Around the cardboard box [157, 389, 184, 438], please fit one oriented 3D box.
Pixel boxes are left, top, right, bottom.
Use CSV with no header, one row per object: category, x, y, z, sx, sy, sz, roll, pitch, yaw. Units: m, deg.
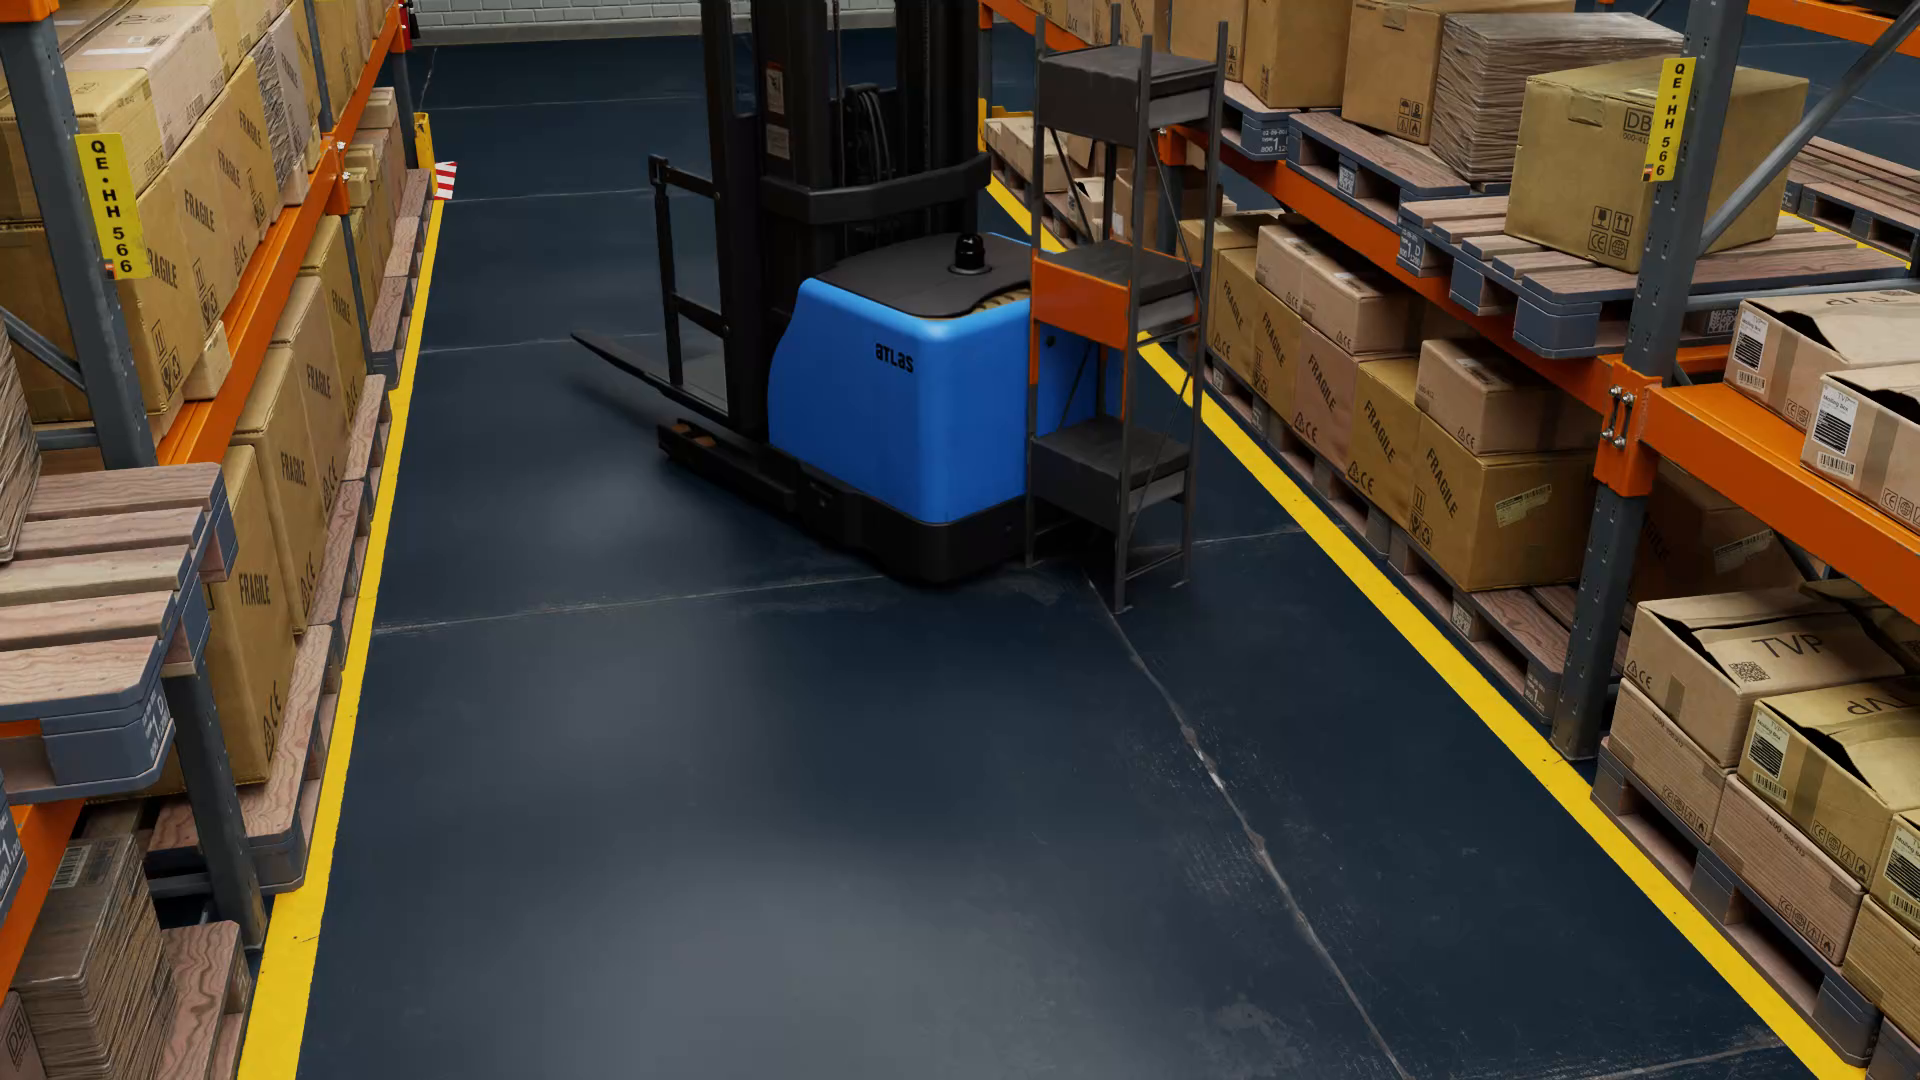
cardboard box,-2.298,-0.371,4.412,0.380,0.149,0.250,-6,27,-11

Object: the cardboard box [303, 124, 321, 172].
cardboard box,-2.871,-1.619,6.885,0.380,0.149,0.250,-5,27,-11

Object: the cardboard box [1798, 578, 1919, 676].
cardboard box,2.782,0.296,4.799,0.500,0.311,0.500,-5,27,-10

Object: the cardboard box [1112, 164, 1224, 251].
cardboard box,1.118,-1.757,9.188,0.500,0.500,0.500,-6,27,-12

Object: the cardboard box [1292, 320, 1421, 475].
cardboard box,1.744,-0.623,6.942,0.500,0.500,0.500,-7,28,-14

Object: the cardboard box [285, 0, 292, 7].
cardboard box,-2.949,-2.292,6.667,0.500,0.250,0.500,-5,27,-10

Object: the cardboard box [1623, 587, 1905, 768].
cardboard box,2.256,0.350,4.690,0.500,0.311,0.500,-5,27,-10

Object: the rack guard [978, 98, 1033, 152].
rack guard,0.638,-3.062,12.261,1.175,0.500,0.348,-6,27,-12

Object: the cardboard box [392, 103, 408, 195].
cardboard box,-3.949,-2.481,10.644,0.700,0.500,0.500,-6,27,-12

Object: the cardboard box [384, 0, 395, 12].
cardboard box,-4.080,-3.617,10.255,0.980,0.700,0.700,-5,27,-9

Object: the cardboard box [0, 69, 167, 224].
cardboard box,-2.259,-0.954,4.015,0.500,0.250,0.500,-5,27,-10

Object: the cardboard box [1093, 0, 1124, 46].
cardboard box,1.042,-2.919,9.094,0.500,0.500,0.500,-5,27,-10

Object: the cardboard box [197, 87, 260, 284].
cardboard box,-2.481,-1.069,5.075,0.500,0.500,0.500,-6,27,-12

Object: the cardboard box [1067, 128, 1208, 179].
cardboard box,1.094,-2.361,10.381,0.797,0.503,0.637,-6,27,-12

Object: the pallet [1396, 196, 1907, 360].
pallet,2.203,-0.904,5.425,1.213,0.211,1.003,-6,27,-12

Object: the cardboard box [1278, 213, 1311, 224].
cardboard box,1.913,-1.348,8.378,0.500,0.500,0.500,-6,27,-12

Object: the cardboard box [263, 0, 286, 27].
cardboard box,-2.843,-2.067,6.221,0.500,0.250,0.500,-5,27,-10

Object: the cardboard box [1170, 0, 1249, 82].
cardboard box,1.411,-2.456,7.711,0.700,0.500,0.500,-16,31,-29

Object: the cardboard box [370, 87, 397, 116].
cardboard box,-3.743,-2.733,10.423,0.380,0.149,0.250,-6,27,-12

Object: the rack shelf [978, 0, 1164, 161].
rack shelf,1.072,-3.012,10.187,1.077,0.370,4.000,-6,27,-12

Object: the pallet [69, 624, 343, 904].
pallet,-2.506,0.697,5.135,1.003,0.211,1.213,-6,27,-12

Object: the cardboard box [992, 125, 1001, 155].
cardboard box,0.437,-2.814,11.653,0.380,0.166,0.250,-6,27,-12

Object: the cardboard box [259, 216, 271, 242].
cardboard box,-2.707,-1.165,5.986,0.380,0.149,0.250,-7,28,-13

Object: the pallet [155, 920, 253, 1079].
pallet,-2.227,1.394,3.755,1.003,0.211,1.213,-6,27,-12

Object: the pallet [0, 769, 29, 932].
pallet,-1.916,0.756,2.136,1.003,0.211,1.213,-6,27,-12

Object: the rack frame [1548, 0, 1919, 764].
rack frame,2.424,-0.699,4.806,1.000,3.000,0.127,-6,27,-12

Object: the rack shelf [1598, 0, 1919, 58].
rack shelf,5.898,-3.513,11.180,1.077,0.370,4.000,-6,27,-12

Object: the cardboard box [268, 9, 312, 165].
cardboard box,-2.829,-1.737,6.399,0.500,0.500,0.500,-6,27,-11

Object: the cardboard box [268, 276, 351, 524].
cardboard box,-2.827,-0.516,6.363,0.750,0.750,0.750,-5,27,-10

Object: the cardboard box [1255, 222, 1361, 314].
cardboard box,1.619,-1.194,7.241,0.500,0.250,0.500,-6,27,-11

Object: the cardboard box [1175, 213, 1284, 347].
cardboard box,1.394,-1.298,8.279,0.500,0.500,0.500,-7,28,-14

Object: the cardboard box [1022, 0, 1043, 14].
cardboard box,0.696,-3.588,10.418,0.500,0.500,0.500,-6,27,-12

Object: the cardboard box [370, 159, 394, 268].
cardboard box,-3.595,-1.807,9.309,0.700,0.500,0.500,-5,27,-10

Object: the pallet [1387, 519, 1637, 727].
pallet,2.292,0.214,6.091,1.003,0.211,1.213,-6,27,-12

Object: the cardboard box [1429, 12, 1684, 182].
cardboard box,2.152,-1.617,6.048,0.700,0.500,0.500,-1,27,-2

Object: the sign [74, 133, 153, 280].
sign,-1.875,-0.735,3.680,0.100,0.325,0.005,-6,27,-12

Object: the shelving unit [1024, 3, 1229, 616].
shelving unit,0.569,-0.797,5.999,0.431,2.100,0.503,-22,34,-36

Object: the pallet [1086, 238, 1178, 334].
pallet,1.369,-1.512,9.511,1.003,0.211,1.213,-6,27,-12

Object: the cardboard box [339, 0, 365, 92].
cardboard box,-3.568,-2.645,8.329,0.980,0.700,0.700,-7,28,-13

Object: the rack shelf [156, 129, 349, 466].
rack shelf,-2.852,-0.751,5.708,1.077,0.370,4.000,-6,27,-12

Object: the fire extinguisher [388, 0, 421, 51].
fire extinguisher,-3.789,-3.618,11.090,0.296,0.674,0.183,-6,27,-12

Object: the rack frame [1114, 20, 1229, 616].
rack frame,0.730,-0.714,5.835,0.400,2.100,0.015,-22,34,-36

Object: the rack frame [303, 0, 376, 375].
rack frame,-3.303,-1.950,7.285,1.000,3.000,0.127,-6,27,-12

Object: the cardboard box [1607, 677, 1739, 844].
cardboard box,2.256,0.601,4.816,0.500,0.250,0.500,-6,27,-12

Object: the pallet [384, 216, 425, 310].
pallet,-3.677,-1.584,9.654,1.003,0.211,1.213,-6,27,-12

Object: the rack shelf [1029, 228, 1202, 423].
rack shelf,0.569,-0.785,6.005,0.431,0.518,0.480,-22,34,-36

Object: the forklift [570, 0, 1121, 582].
forklift,-0.700,-1.734,6.932,1.130,2.935,3.031,-22,34,-36

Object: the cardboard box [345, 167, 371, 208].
cardboard box,-3.271,-1.819,8.613,0.380,0.149,0.250,-5,27,-10
